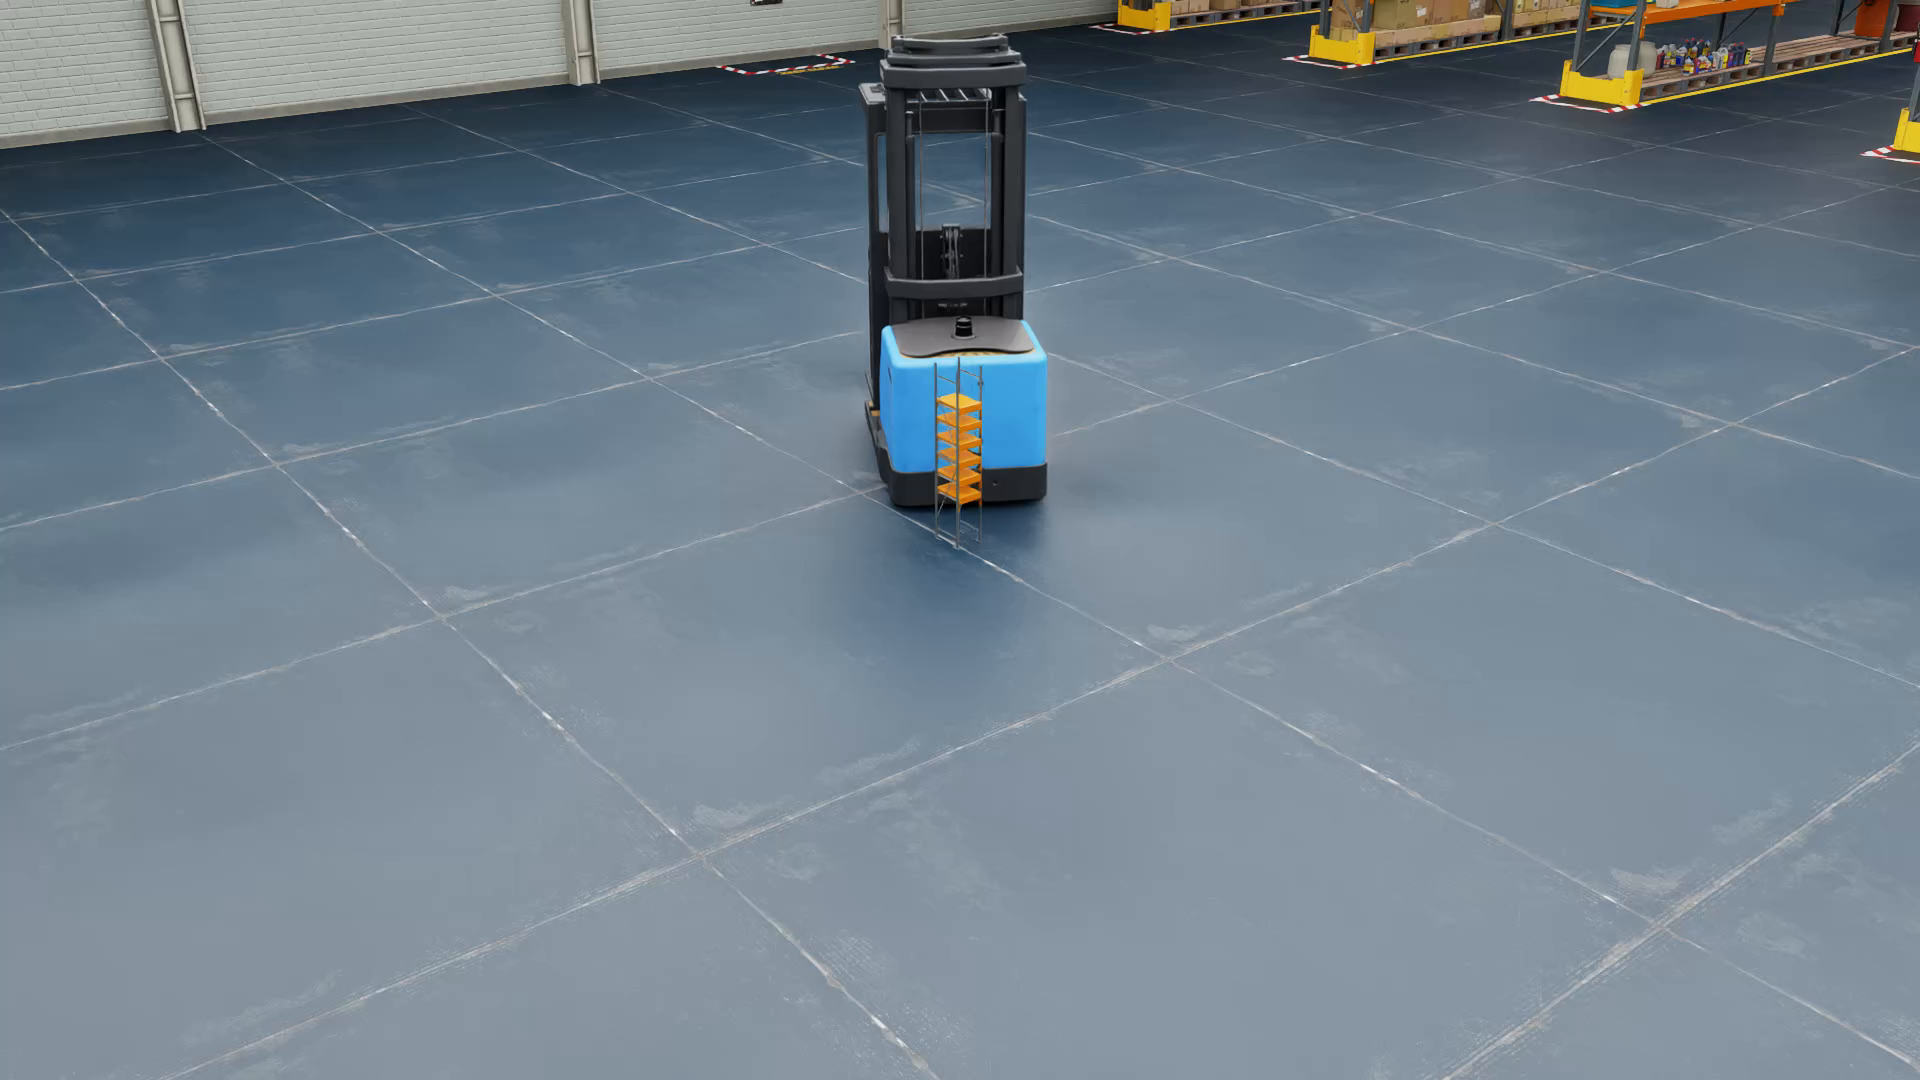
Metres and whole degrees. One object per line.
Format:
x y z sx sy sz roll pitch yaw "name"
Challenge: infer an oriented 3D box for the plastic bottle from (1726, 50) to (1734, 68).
12.157 -7.607 26.281 0.133 0.283 0.061 -16 29 -31 "plastic bottle"

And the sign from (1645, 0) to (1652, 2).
9.928 -7.911 23.904 0.005 0.325 0.100 -18 31 -34 "sign"

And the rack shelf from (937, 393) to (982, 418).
-0.011 -0.827 10.356 0.180 0.103 0.258 -18 31 -34 "rack shelf"

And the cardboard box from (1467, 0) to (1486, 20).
9.055 -9.614 29.779 0.500 0.500 0.500 -18 31 -34 "cardboard box"

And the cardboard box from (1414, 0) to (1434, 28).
7.876 -9.224 28.939 0.500 0.500 0.500 -18 31 -34 "cardboard box"

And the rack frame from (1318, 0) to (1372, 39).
6.538 -9.611 27.895 0.127 3.000 1.000 -18 31 -34 "rack frame"

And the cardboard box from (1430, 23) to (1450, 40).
8.279 -9.009 29.365 0.500 0.250 0.500 -18 31 -34 "cardboard box"

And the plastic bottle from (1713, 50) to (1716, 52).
11.922 -7.606 26.280 0.133 0.283 0.061 -18 31 -34 "plastic bottle"

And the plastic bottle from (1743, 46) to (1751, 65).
12.565 -7.741 26.571 0.133 0.283 0.061 -17 30 -32 "plastic bottle"

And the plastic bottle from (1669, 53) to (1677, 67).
11.328 -7.629 26.428 0.097 0.201 0.097 0 25 0 "plastic bottle"

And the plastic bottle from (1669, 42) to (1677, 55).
11.365 -7.774 26.562 0.185 0.351 0.144 -19 31 -34 "plastic bottle"

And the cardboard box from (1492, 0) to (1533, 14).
10.165 -9.872 30.560 0.500 0.311 0.500 -18 30 -34 "cardboard box"

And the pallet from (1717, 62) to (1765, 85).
12.185 -7.582 26.837 1.213 0.211 1.003 -18 31 -34 "pallet"

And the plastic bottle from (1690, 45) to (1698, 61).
11.809 -7.820 26.755 0.097 0.271 0.097 0 25 0 "plastic bottle"

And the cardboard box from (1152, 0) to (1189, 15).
4.079 -10.381 32.225 0.500 0.311 0.500 -23 33 -40 "cardboard box"

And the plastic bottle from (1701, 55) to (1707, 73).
11.560 -7.414 25.879 0.097 0.271 0.097 0 25 0 "plastic bottle"

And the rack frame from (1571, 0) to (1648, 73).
9.592 -7.969 24.357 0.127 3.000 1.000 -18 31 -34 "rack frame"

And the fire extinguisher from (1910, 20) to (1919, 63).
12.274 -6.416 21.103 0.183 0.674 0.296 -18 31 -34 "fire extinguisher"

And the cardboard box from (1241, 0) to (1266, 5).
5.834 -11.073 33.492 0.500 0.500 0.500 -21 32 -38 "cardboard box"

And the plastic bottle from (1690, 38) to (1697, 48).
11.848 -7.934 26.905 0.185 0.351 0.144 -17 30 -33 "plastic bottle"

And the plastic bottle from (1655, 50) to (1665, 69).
11.048 -7.580 26.223 0.133 0.283 0.061 -18 31 -34 "plastic bottle"

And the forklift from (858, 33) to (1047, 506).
-0.125 -2.145 11.890 1.130 2.935 3.031 -3 25 -7 "forklift"

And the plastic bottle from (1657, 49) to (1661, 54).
10.982 -7.612 26.300 0.135 0.276 0.152 -18 30 -34 "plastic bottle"

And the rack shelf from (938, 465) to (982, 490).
-0.011 -0.391 10.559 0.180 0.103 0.258 -18 31 -34 "rack shelf"

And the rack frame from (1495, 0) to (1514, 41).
9.686 -10.650 30.134 0.127 3.000 1.000 -18 31 -34 "rack frame"

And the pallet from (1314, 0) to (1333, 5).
8.199 -11.546 35.378 1.213 0.211 1.003 -18 31 -34 "pallet"

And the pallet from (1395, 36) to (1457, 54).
8.074 -8.874 29.619 1.213 0.211 1.003 -18 31 -34 "pallet"

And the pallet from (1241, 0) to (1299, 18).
6.120 -10.839 33.853 1.213 0.211 1.003 -18 31 -34 "pallet"

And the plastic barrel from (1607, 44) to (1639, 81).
10.063 -7.227 25.215 0.421 0.512 0.421 0 25 0 "plastic barrel"

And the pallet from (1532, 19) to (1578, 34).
11.203 -9.908 31.848 1.213 0.211 1.003 -18 31 -34 "pallet"

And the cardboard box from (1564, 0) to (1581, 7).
11.374 -10.272 31.421 0.500 0.311 0.500 -17 30 -33 "cardboard box"

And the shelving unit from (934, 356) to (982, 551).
-0.011 -0.540 10.489 0.189 1.200 0.258 -18 31 -34 "shelving unit"

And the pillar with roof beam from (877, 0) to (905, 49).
1.431 -11.456 24.744 0.400 9.000 9.100 -18 31 -34 "pillar with roof beam"

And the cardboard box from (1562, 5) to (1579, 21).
11.366 -10.015 31.534 0.500 0.250 0.500 -18 30 -33 "cardboard box"

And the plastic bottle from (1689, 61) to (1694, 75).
11.293 -7.294 25.704 0.097 0.201 0.097 0 25 0 "plastic bottle"

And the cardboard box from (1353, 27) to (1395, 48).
7.098 -8.620 28.527 0.500 0.250 0.500 -18 31 -34 "cardboard box"

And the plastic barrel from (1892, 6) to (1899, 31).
16.651 -9.418 29.936 0.421 0.512 0.421 0 25 0 "plastic barrel"

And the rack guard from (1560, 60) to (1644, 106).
9.623 -6.870 24.959 0.348 0.500 1.175 -18 31 -34 "rack guard"

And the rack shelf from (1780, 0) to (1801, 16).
14.314 -9.201 27.867 4.000 0.370 1.077 -18 31 -34 "rack shelf"

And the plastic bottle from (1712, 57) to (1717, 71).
11.799 -7.461 26.064 0.097 0.201 0.097 0 25 0 "plastic bottle"

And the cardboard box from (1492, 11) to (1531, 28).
10.156 -9.616 30.673 0.500 0.250 0.500 -19 31 -35 "cardboard box"

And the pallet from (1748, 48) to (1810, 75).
13.334 -7.960 27.650 1.213 0.211 1.003 -18 31 -34 "pallet"

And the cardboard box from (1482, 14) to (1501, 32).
9.456 -9.400 30.209 0.500 0.250 0.500 -18 31 -34 "cardboard box"
